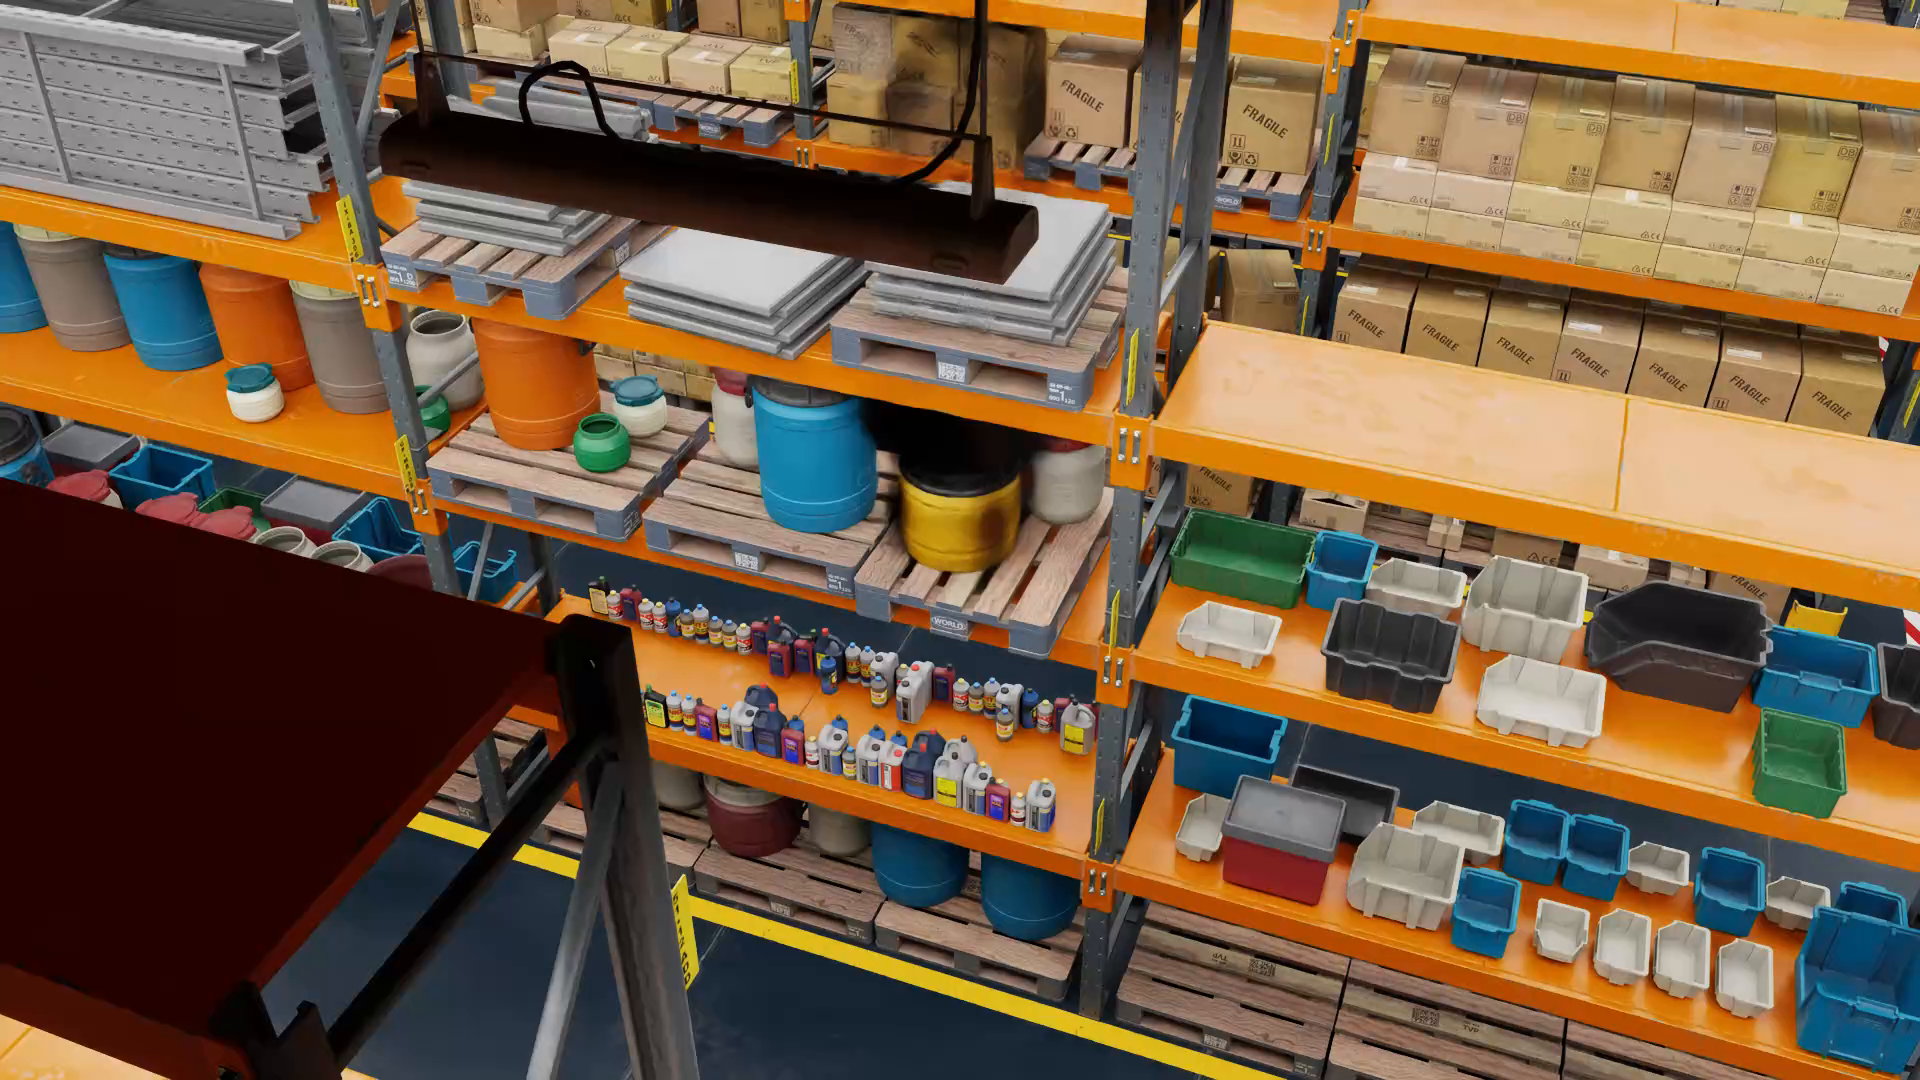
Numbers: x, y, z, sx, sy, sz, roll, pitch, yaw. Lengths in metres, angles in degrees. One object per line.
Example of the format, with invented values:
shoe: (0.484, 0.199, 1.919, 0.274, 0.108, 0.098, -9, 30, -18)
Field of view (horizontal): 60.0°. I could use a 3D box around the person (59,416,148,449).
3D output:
person: (-6.532, -0.728, 12.956, 0.807, 1.720, 0.606, -26, 44, -31)
